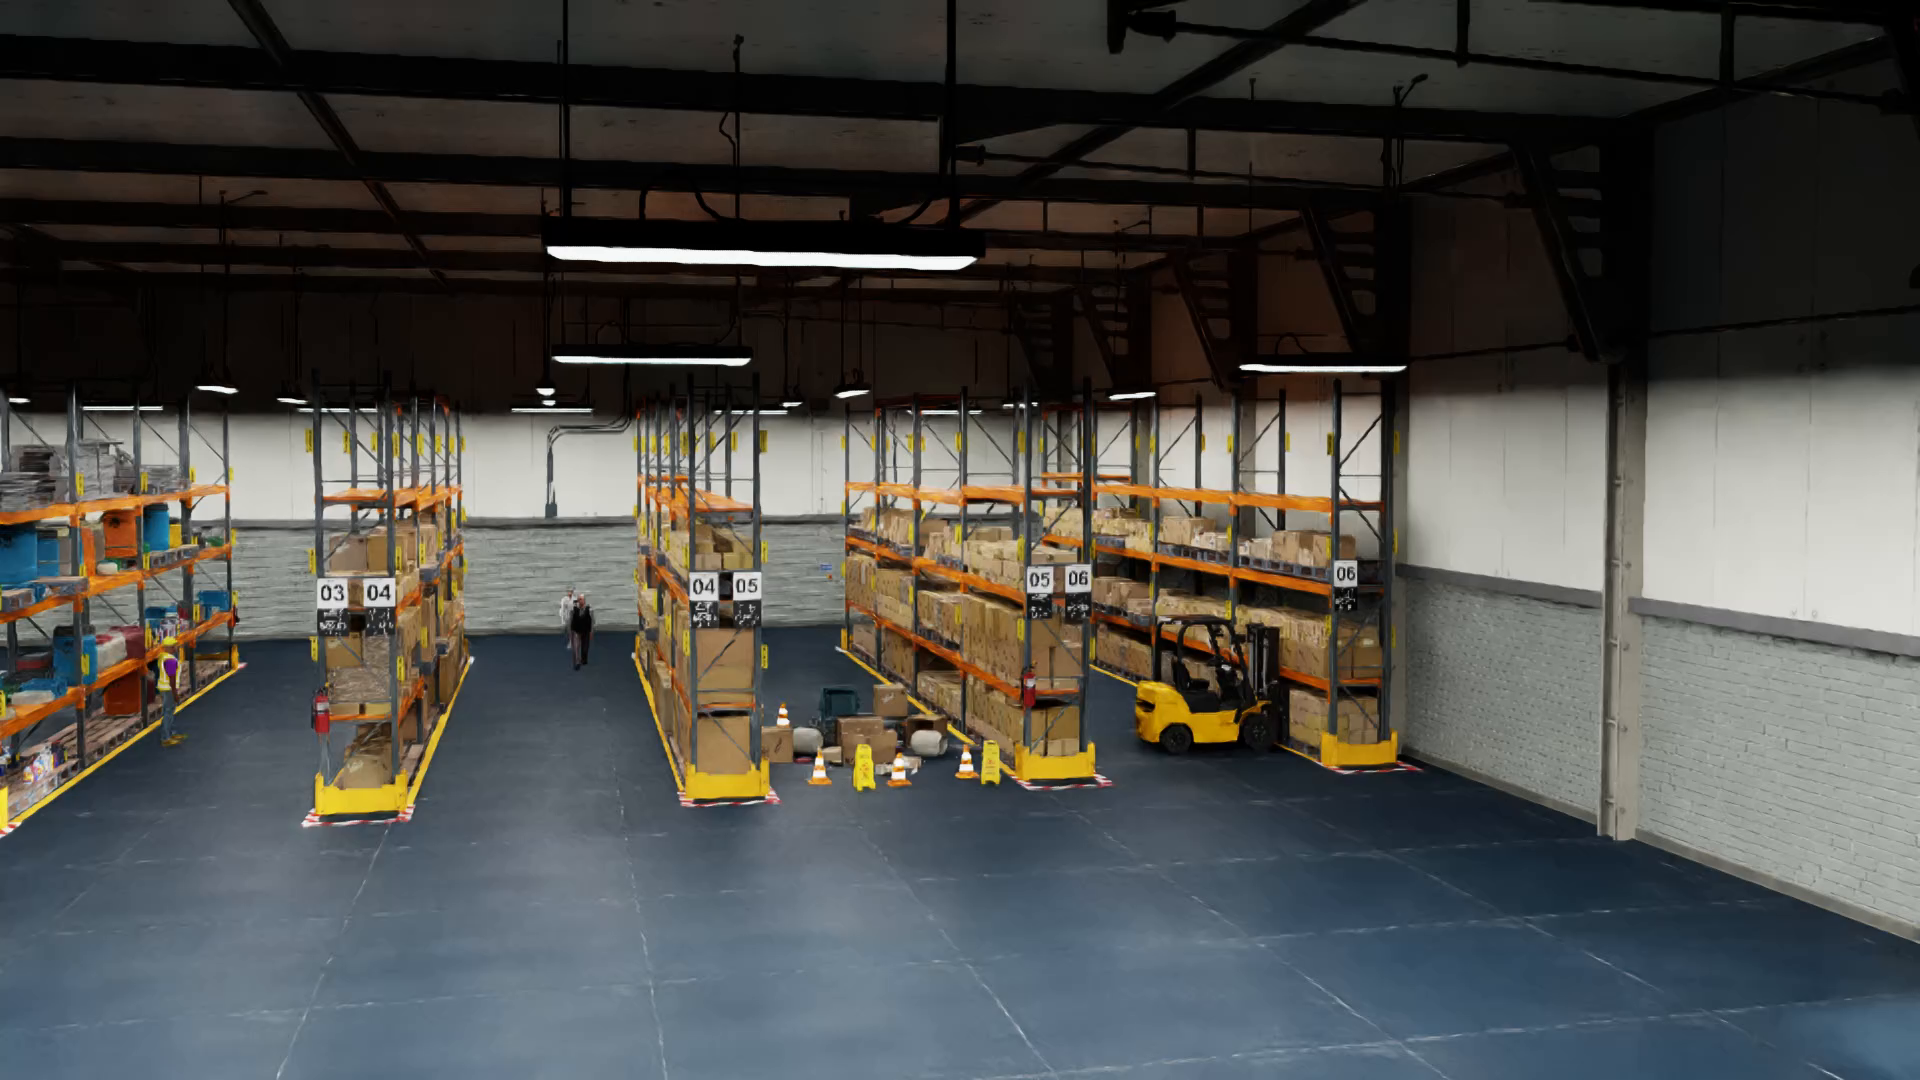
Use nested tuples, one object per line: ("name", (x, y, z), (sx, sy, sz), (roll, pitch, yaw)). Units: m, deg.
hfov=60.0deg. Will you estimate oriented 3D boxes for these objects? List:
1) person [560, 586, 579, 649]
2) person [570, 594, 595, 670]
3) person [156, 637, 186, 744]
("person", (-9.379, 1.878, 40.031), (0.495, 1.589, 1.086), (-1, 3, -11))
("person", (-8.405, 2.027, 37.018), (0.544, 1.646, 1.106), (-1, 3, -15))
("person", (-13.166, 2.493, 27.807), (0.464, 1.772, 0.645), (-3, 4, -39))
